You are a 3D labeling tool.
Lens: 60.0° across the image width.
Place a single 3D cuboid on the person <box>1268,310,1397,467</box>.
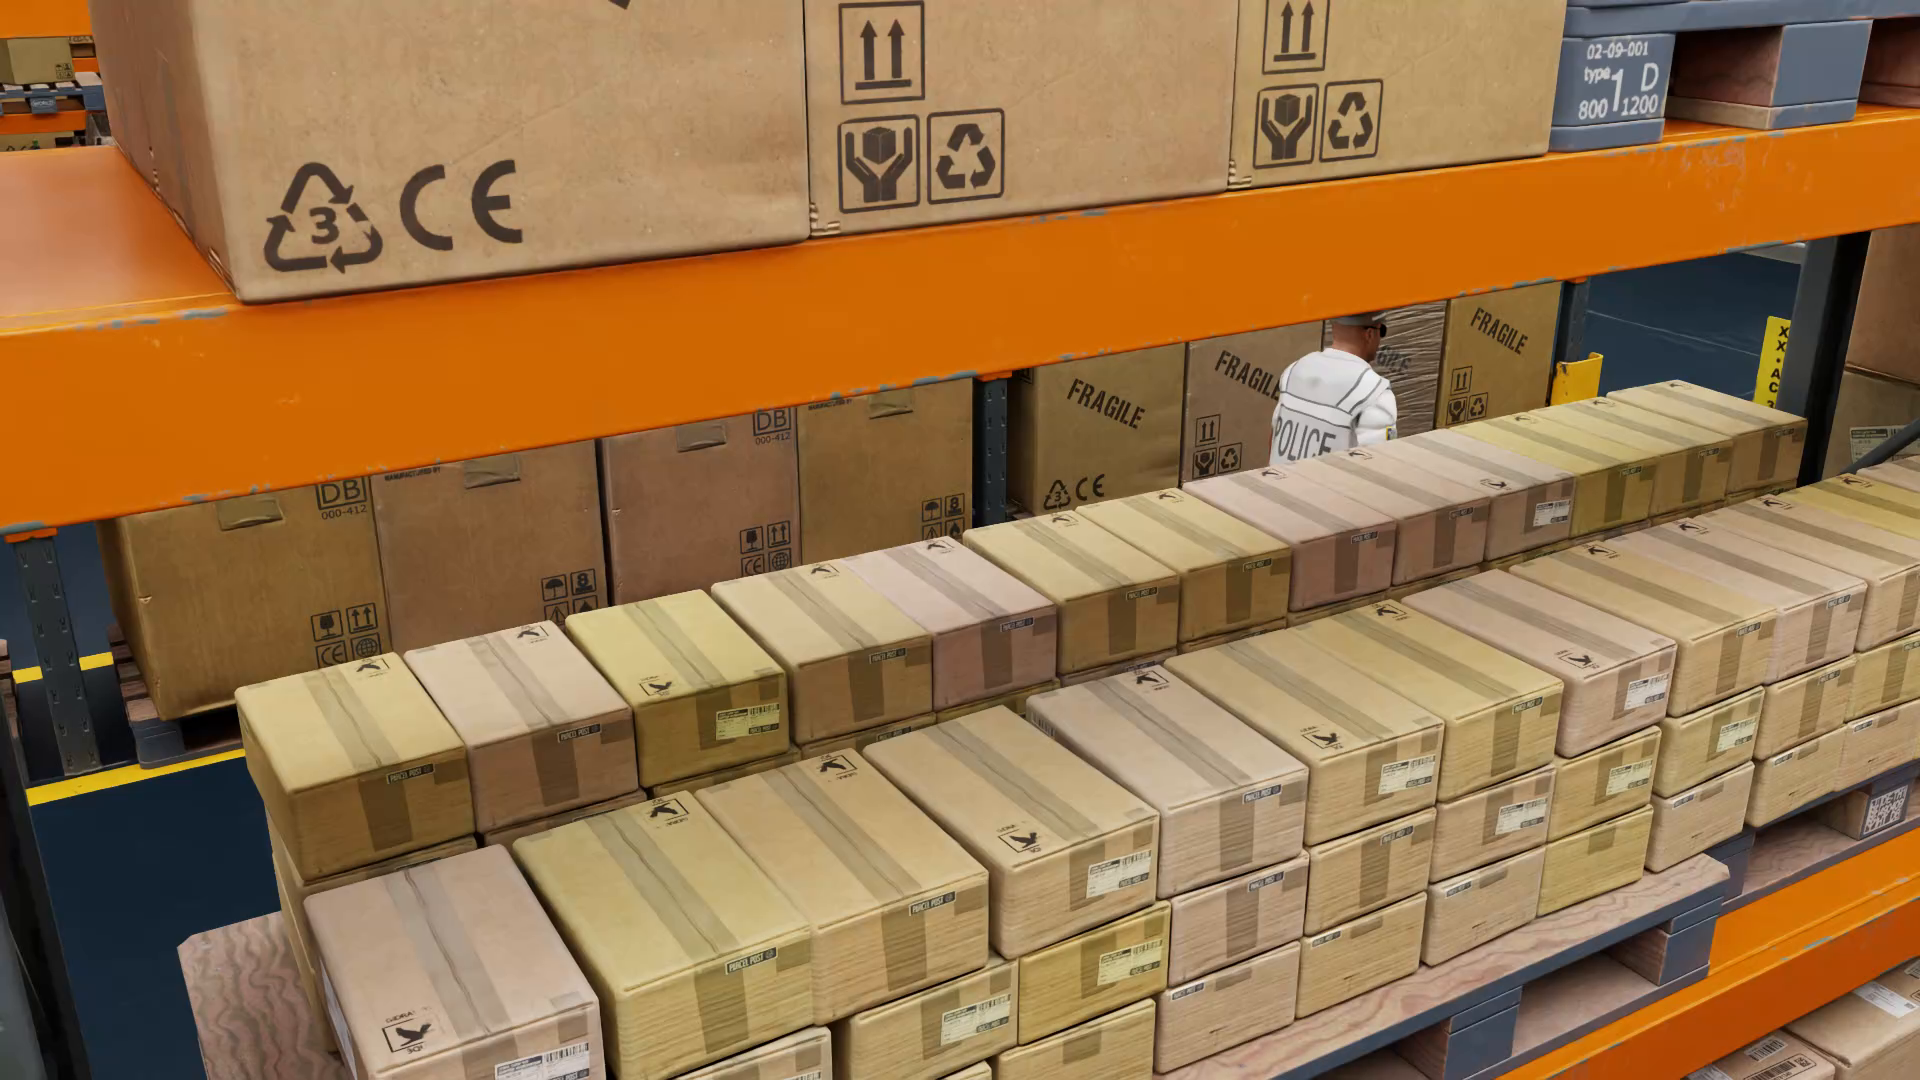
[{"bbox_3d":[1.374,-0.058,6.222,0.429,1.749,0.600,-13,25,-30],"label":"person"}]
